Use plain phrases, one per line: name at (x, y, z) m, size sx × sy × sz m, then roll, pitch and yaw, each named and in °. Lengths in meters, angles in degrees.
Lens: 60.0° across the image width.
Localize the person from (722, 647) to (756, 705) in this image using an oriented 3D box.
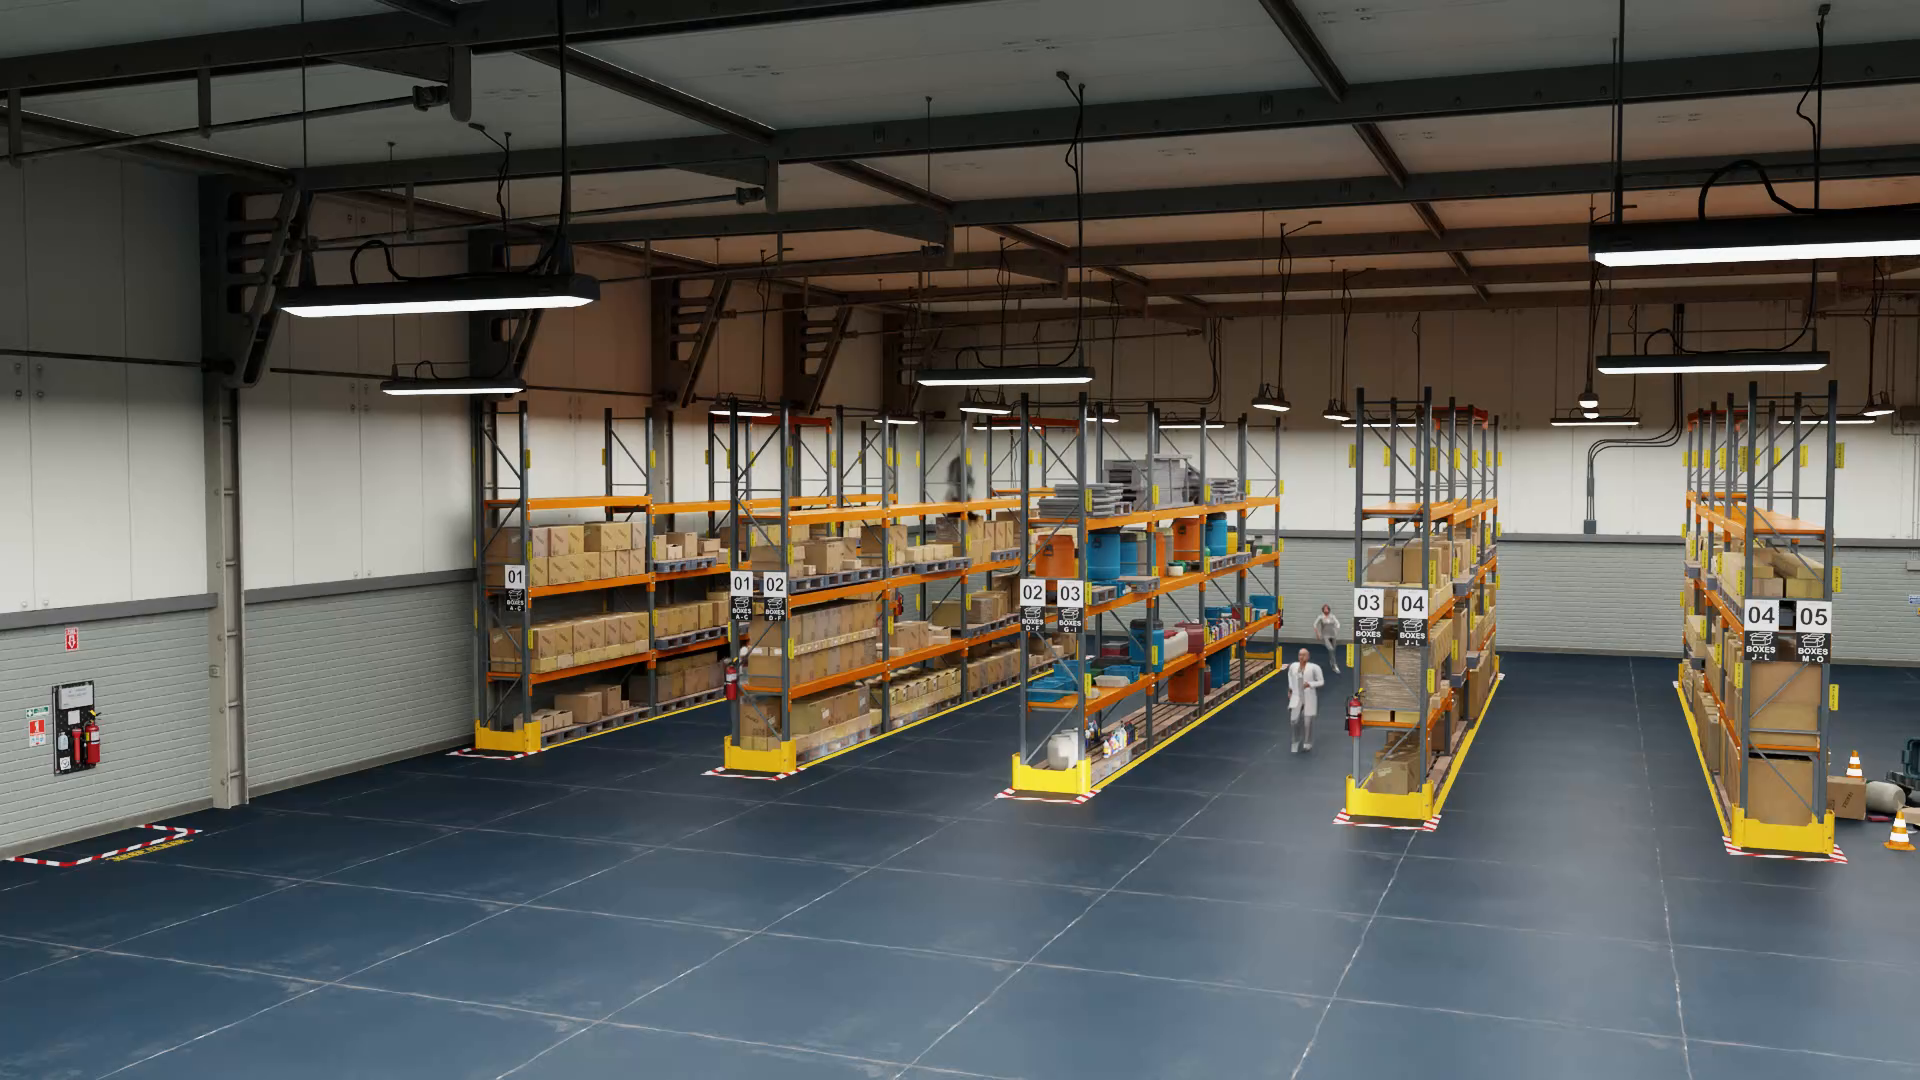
person at (-3.994, 2.718, 30.458) m, size 0.720 × 1.590 × 0.869 m, roll 0°, pitch 3°, yaw -8°

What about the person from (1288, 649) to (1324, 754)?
person at (5.855, 2.747, 28.283) m, size 0.681 × 1.804 × 0.793 m, roll 1°, pitch 3°, yaw 26°

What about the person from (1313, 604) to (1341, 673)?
person at (8.664, 2.301, 39.097) m, size 0.611 × 1.576 × 0.866 m, roll 0°, pitch 3°, yaw -6°

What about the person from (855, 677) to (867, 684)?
person at (-2.262, 2.386, 36.636) m, size 0.648 × 1.706 × 0.848 m, roll 1°, pitch 3°, yaw 12°
